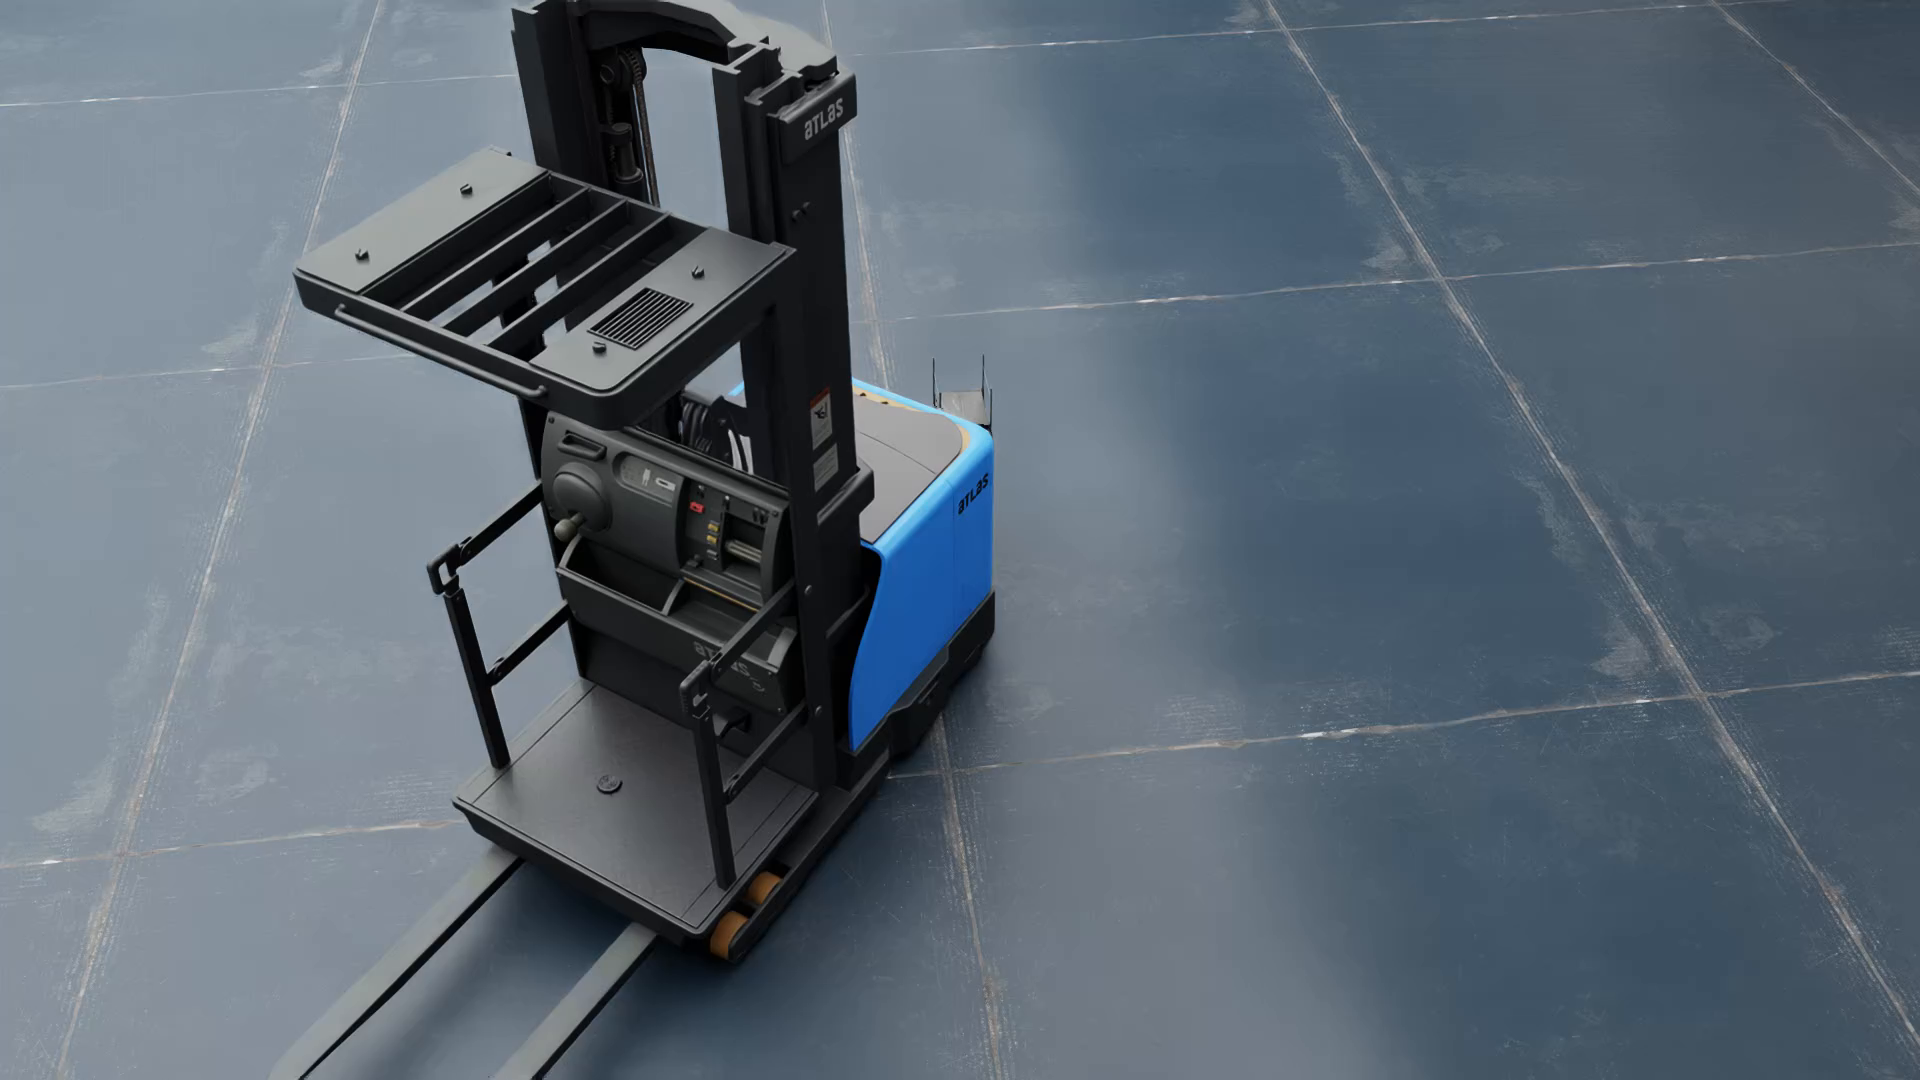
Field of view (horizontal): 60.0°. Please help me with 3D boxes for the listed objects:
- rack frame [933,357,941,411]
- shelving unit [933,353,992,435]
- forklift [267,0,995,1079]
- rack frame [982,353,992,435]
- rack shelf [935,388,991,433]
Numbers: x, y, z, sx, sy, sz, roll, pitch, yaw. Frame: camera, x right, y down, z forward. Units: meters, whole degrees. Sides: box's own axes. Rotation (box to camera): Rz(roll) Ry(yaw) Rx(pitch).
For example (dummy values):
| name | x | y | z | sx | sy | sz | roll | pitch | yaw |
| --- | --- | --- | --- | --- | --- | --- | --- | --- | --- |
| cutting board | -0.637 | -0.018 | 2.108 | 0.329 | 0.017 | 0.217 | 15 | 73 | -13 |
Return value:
| name | x | y | z | sx | sy | sz | roll | pitch | yaw |
| --- | --- | --- | --- | --- | --- | --- | --- | --- | --- |
| rack frame | -0.093 | -0.326 | 6.940 | 0.006 | 0.900 | 0.240 | -5 | 42 | -6 |
| shelving unit | 0.008 | -0.335 | 6.949 | 0.210 | 0.900 | 0.258 | -5 | 42 | -6 |
| forklift | -1.052 | -0.017 | 5.081 | 1.130 | 2.935 | 3.031 | 22 | 46 | 23 |
| rack frame | 0.109 | -0.344 | 6.959 | 0.006 | 0.900 | 0.240 | -5 | 42 | -6 |
| rack shelf | 0.008 | -0.511 | 6.791 | 0.200 | 0.077 | 0.258 | -5 | 42 | -6 |
